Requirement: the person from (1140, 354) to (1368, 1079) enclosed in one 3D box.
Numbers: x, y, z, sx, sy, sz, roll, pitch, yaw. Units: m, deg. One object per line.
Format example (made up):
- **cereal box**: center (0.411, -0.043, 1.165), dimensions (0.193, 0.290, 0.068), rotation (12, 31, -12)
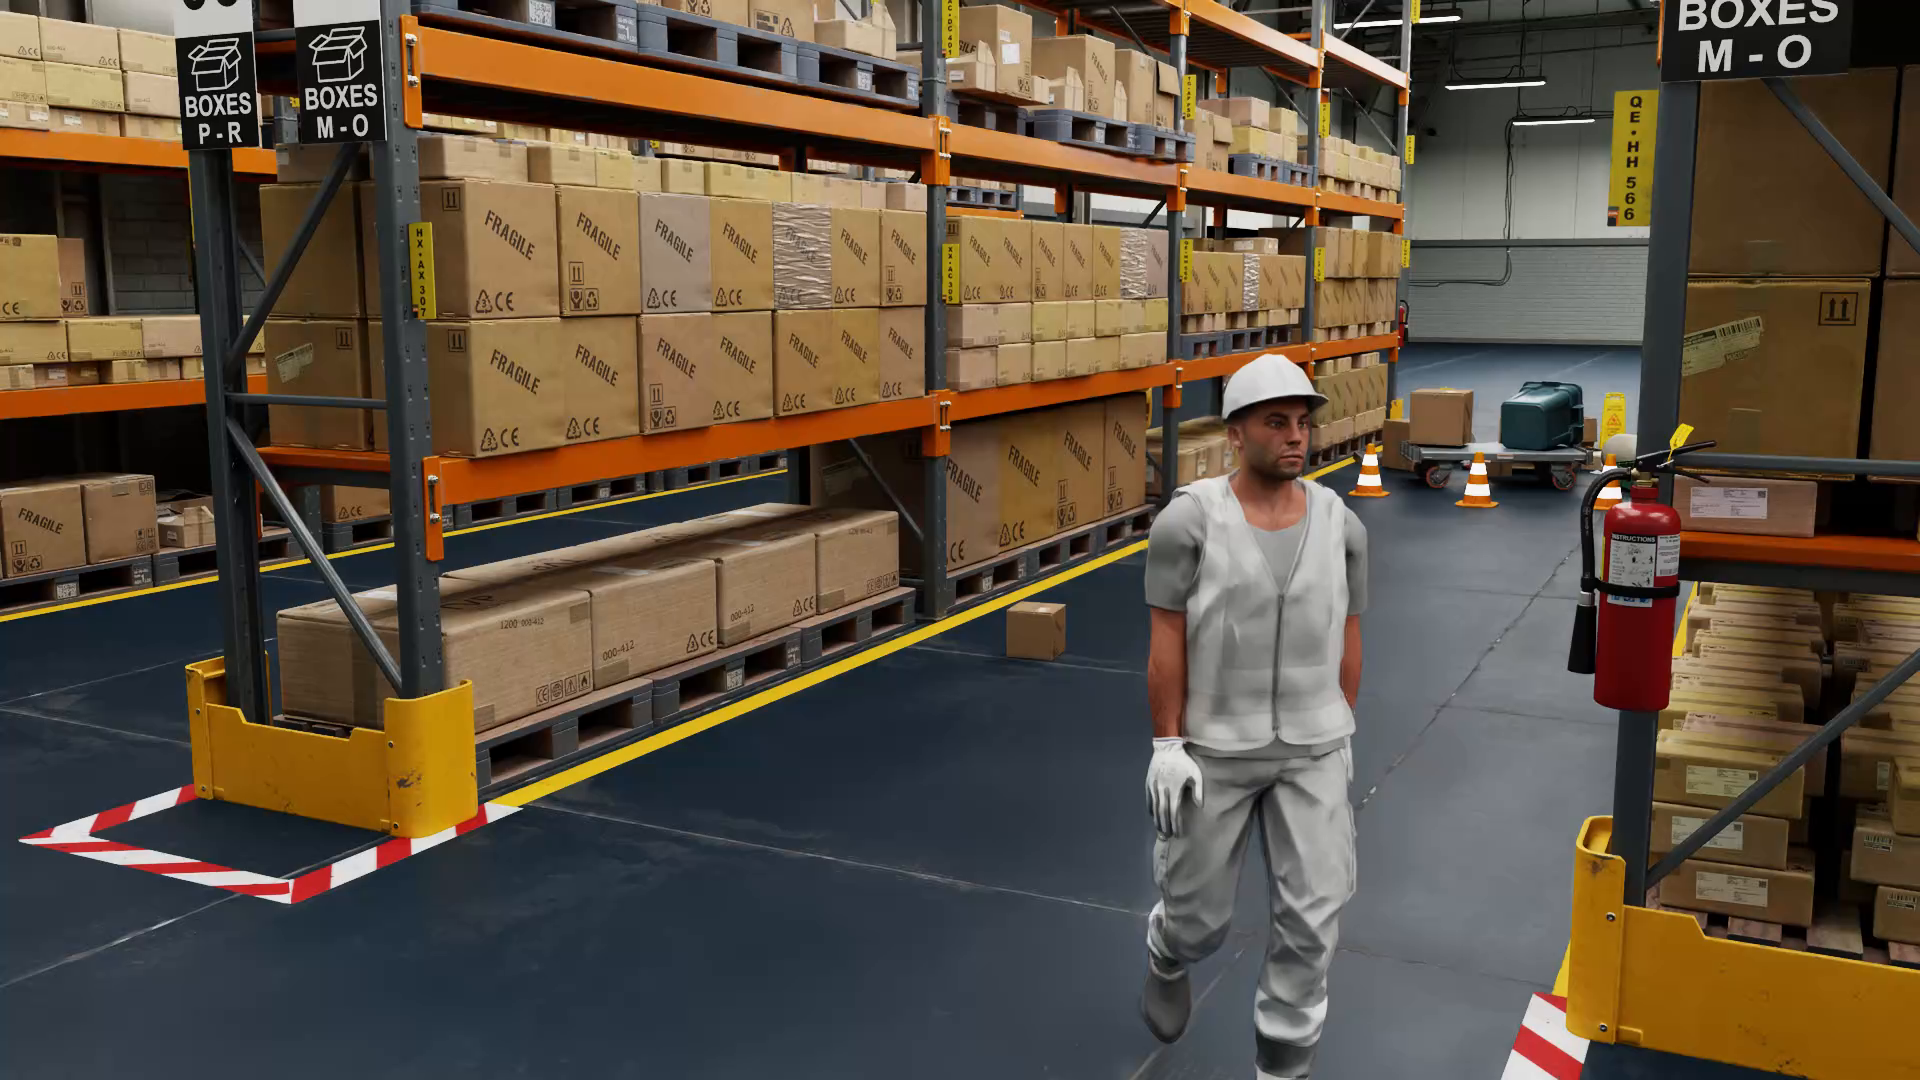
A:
- **person**: center (0.669, 0.464, 3.776), dimensions (0.538, 1.765, 0.785), rotation (-1, 9, -5)
